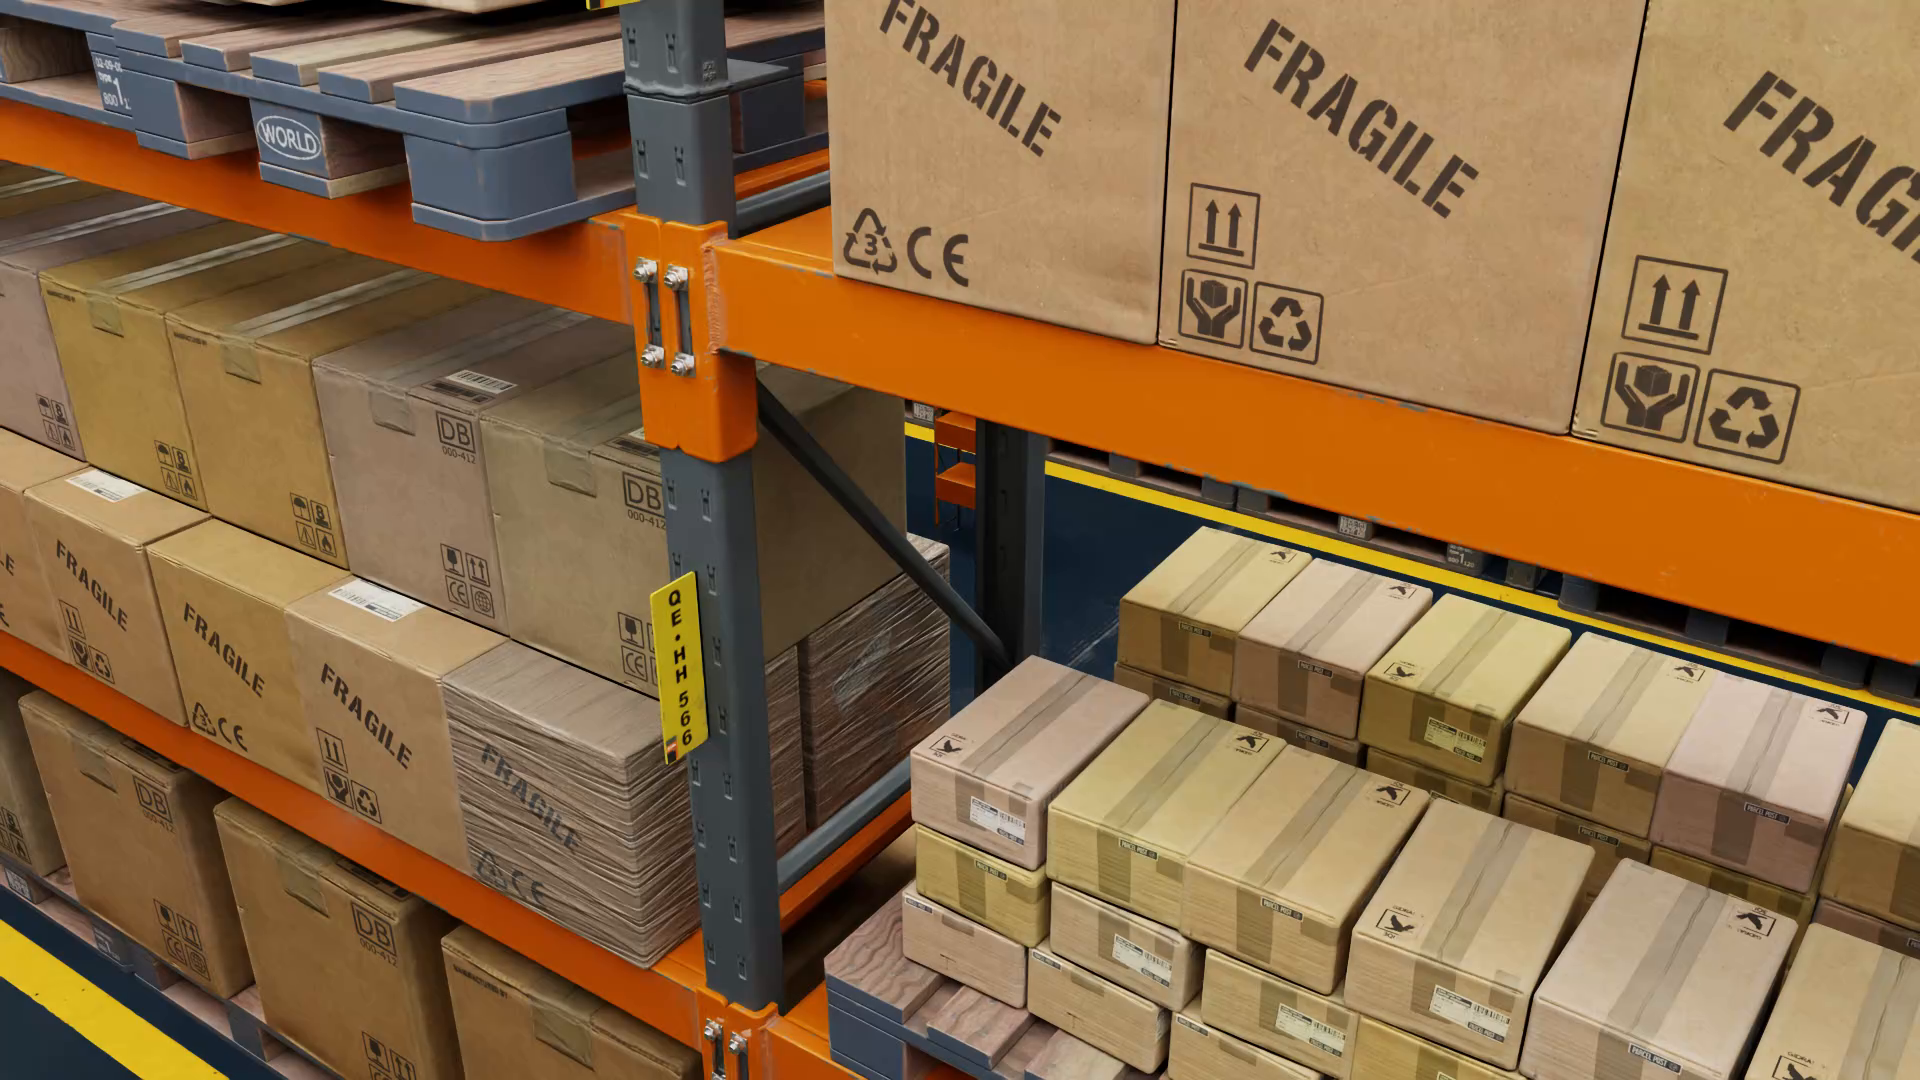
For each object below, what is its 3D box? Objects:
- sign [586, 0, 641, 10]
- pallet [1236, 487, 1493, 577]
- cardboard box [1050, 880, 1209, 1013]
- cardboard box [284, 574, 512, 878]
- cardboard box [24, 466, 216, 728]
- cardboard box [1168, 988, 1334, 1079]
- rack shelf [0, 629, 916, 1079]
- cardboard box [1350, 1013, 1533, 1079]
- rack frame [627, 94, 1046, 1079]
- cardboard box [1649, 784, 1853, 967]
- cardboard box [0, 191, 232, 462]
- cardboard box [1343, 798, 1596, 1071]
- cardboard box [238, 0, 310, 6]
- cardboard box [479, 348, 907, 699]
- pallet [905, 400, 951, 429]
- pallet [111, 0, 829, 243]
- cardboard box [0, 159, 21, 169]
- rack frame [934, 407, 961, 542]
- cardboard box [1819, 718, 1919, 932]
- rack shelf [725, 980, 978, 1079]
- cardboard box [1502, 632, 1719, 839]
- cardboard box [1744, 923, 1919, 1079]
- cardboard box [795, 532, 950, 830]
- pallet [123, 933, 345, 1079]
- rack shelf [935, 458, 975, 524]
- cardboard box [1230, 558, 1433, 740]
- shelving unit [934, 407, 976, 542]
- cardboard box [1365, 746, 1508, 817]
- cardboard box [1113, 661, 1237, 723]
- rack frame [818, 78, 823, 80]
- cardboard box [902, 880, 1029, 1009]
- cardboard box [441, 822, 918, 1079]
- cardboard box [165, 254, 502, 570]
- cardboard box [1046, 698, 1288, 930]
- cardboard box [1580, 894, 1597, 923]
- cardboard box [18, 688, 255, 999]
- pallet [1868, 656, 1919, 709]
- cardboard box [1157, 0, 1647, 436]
[{"bbox_3d":[-0.471,-0.875,2.199,0.005,0.325,0.100,17,32,30],"label":"sign"},{"bbox_3d":[2.098,-0.265,8.038,1.213,0.211,1.003,17,32,30],"label":"pallet"},{"bbox_3d":[0.359,0.582,2.785,0.250,0.149,0.380,19,33,33],"label":"cardboard box"},{"bbox_3d":[-1.084,0.333,3.678,0.500,0.500,0.500,17,32,30],"label":"cardboard box"},{"bbox_3d":[-1.921,0.075,4.186,0.500,0.500,0.500,18,32,31],"label":"cardboard box"},{"bbox_3d":[0.548,0.775,2.734,0.250,0.149,0.380,19,33,33],"label":"cardboard box"},{"bbox_3d":[-1.799,0.329,4.590,4.000,0.370,1.077,17,32,30],"label":"rack shelf"},{"bbox_3d":[0.789,0.714,2.526,0.250,0.149,0.380,17,32,31],"label":"cardboard box"},{"bbox_3d":[-0.150,0.522,3.418,0.127,3.000,1.000,17,32,30],"label":"rack frame"},{"bbox_3d":[1.364,0.534,2.879,0.250,0.149,0.380,17,32,30],"label":"cardboard box"},{"bbox_3d":[-2.194,-0.609,4.427,0.500,0.500,0.700,18,32,31],"label":"cardboard box"},{"bbox_3d":[0.761,0.573,2.474,0.250,0.149,0.380,16,31,28],"label":"cardboard box"},{"bbox_3d":[-1.182,-1.163,2.947,0.500,0.311,0.500,17,32,30],"label":"cardboard box"},{"bbox_3d":[-0.515,-0.087,3.402,0.500,0.500,0.700,17,32,30],"label":"cardboard box"},{"bbox_3d":[0.086,-0.892,9.269,1.213,0.211,1.003,17,32,30],"label":"pallet"},{"bbox_3d":[-0.711,-0.876,3.066,1.003,0.211,1.213,19,33,33],"label":"pallet"},{"bbox_3d":[-3.035,-0.870,4.940,0.500,0.500,0.700,17,31,29],"label":"cardboard box"},{"bbox_3d":[-0.056,-0.485,7.546,0.008,1.050,0.200,17,32,30],"label":"rack frame"},{"bbox_3d":[1.578,0.469,2.680,0.250,0.149,0.380,19,33,33],"label":"cardboard box"},{"bbox_3d":[1.498,1.356,2.572,4.000,0.370,1.077,17,32,30],"label":"rack shelf"},{"bbox_3d":[1.157,0.336,2.941,0.250,0.149,0.380,18,32,32],"label":"cardboard box"},{"bbox_3d":[1.205,0.709,2.207,0.250,0.149,0.380,18,32,32],"label":"cardboard box"},{"bbox_3d":[-0.368,0.261,3.820,0.500,0.500,0.500,18,32,31],"label":"cardboard box"},{"bbox_3d":[-1.759,1.220,5.119,1.213,0.211,1.003,17,32,30],"label":"pallet"},{"bbox_3d":[0.044,-0.197,7.616,0.240,0.259,0.215,17,32,30],"label":"rack shelf"},{"bbox_3d":[0.719,0.201,3.206,0.250,0.149,0.380,17,31,30],"label":"cardboard box"},{"bbox_3d":[0.044,-0.454,7.485,0.252,1.050,0.215,17,32,30],"label":"shelving unit"},{"bbox_3d":[0.954,0.405,3.133,0.250,0.149,0.380,18,32,31],"label":"cardboard box"},{"bbox_3d":[0.515,0.271,3.397,0.250,0.149,0.380,18,32,31],"label":"cardboard box"},{"bbox_3d":[-0.556,-2.334,9.029,0.127,3.000,1.000,17,32,30],"label":"rack frame"},{"bbox_3d":[0.104,0.637,3.005,0.250,0.149,0.380,17,31,30],"label":"cardboard box"},{"bbox_3d":[-0.601,1.147,4.206,0.750,0.750,1.050,17,31,30],"label":"cardboard box"},{"bbox_3d":[-1.357,-0.348,3.914,0.500,0.500,0.700,17,31,30],"label":"cardboard box"},{"bbox_3d":[0.344,0.440,2.735,0.250,0.149,0.380,16,31,29],"label":"cardboard box"},{"bbox_3d":[1.136,0.597,3.084,0.250,0.149,0.380,17,31,30],"label":"cardboard box"},{"bbox_3d":[-2.092,0.685,5.114,0.750,0.750,1.050,17,32,30],"label":"cardboard box"},{"bbox_3d":[4.350,0.480,6.574,1.213,0.211,1.003,17,32,30],"label":"pallet"},{"bbox_3d":[0.586,-0.488,1.984,0.500,0.500,0.500,17,32,30],"label":"cardboard box"}]
